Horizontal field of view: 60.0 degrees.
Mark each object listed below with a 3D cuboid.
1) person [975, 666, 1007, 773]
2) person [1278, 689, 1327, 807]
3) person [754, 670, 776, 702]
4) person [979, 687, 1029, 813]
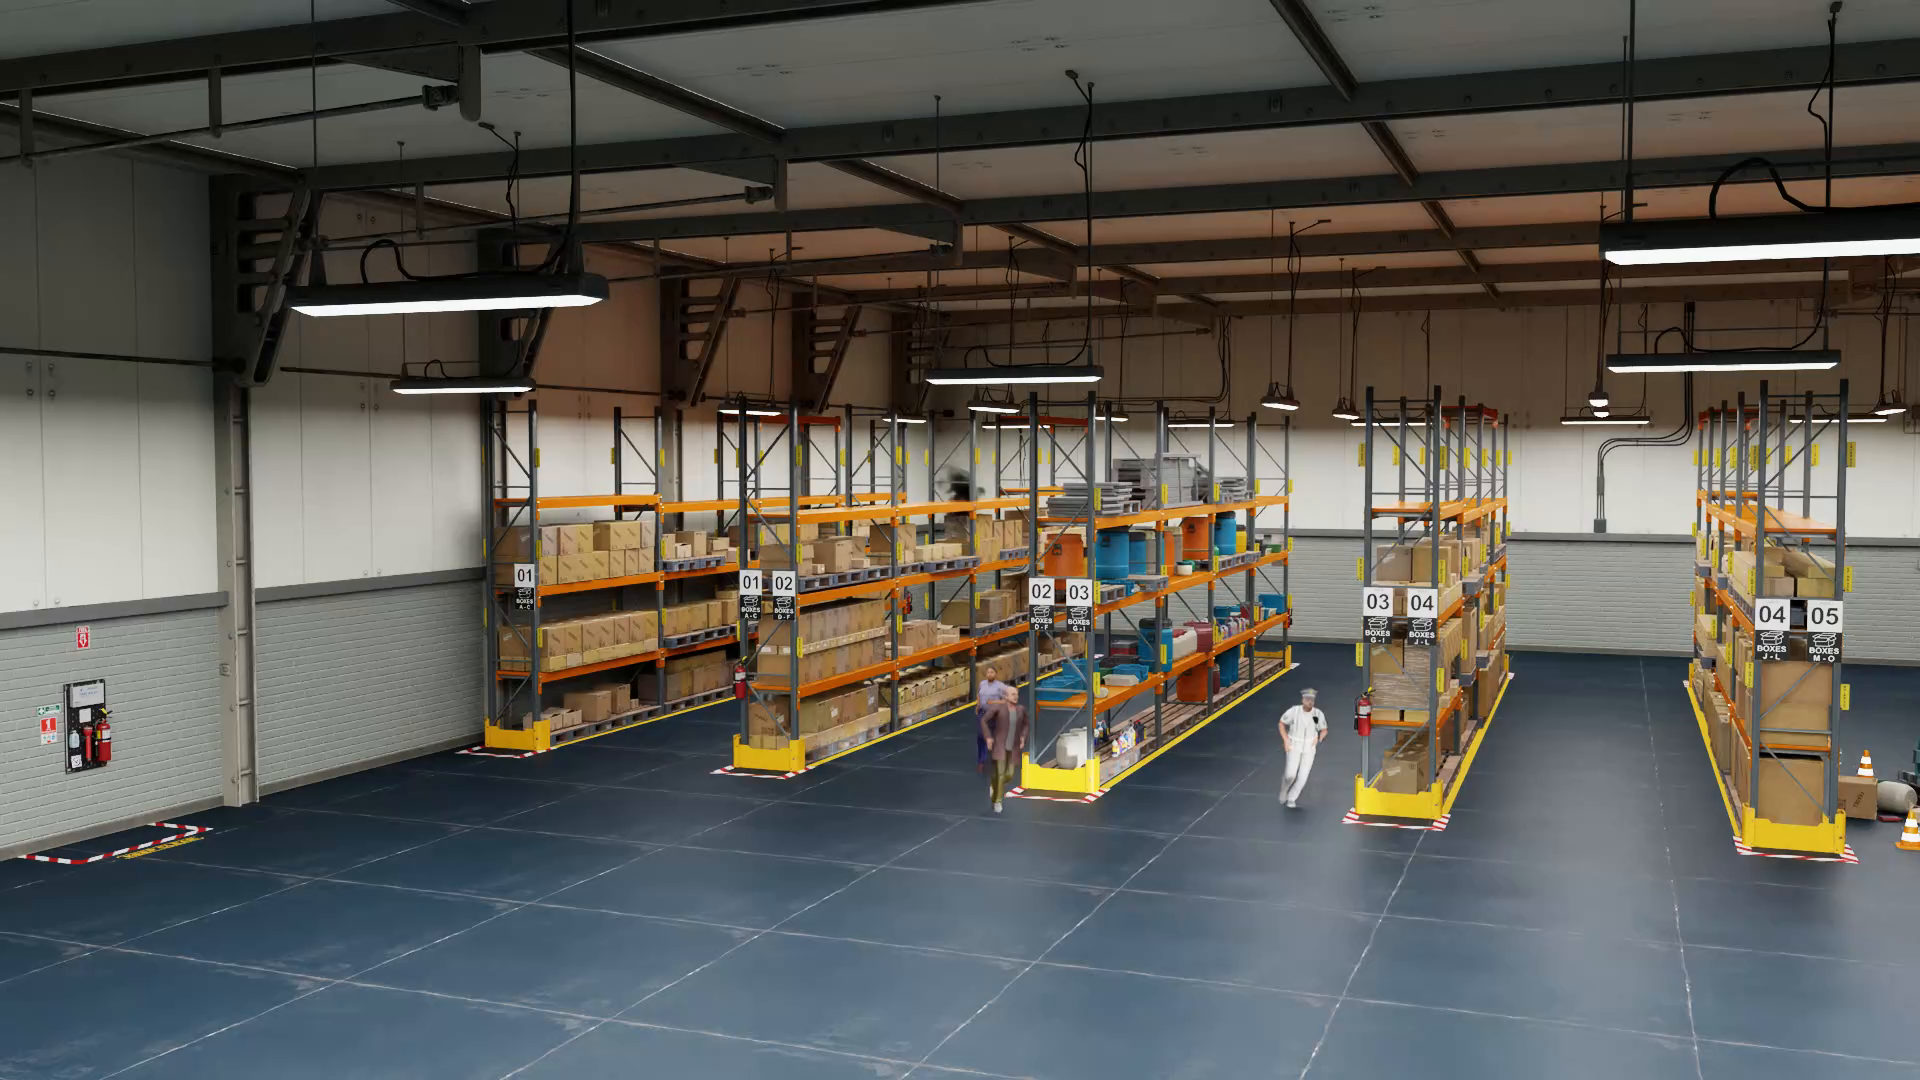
[{"bbox_3d":[0.506,2.874,26.703,0.581,1.699,0.770,1,3,15],"label":"person"},{"bbox_3d":[4.913,2.977,23.768,0.673,1.695,0.577,0,3,3],"label":"person"},{"bbox_3d":[-3.483,2.755,29.922,0.536,1.555,0.544,0,3,10],"label":"person"},{"bbox_3d":[0.653,3.026,23.897,0.758,1.654,0.780,-1,3,-19],"label":"person"}]
